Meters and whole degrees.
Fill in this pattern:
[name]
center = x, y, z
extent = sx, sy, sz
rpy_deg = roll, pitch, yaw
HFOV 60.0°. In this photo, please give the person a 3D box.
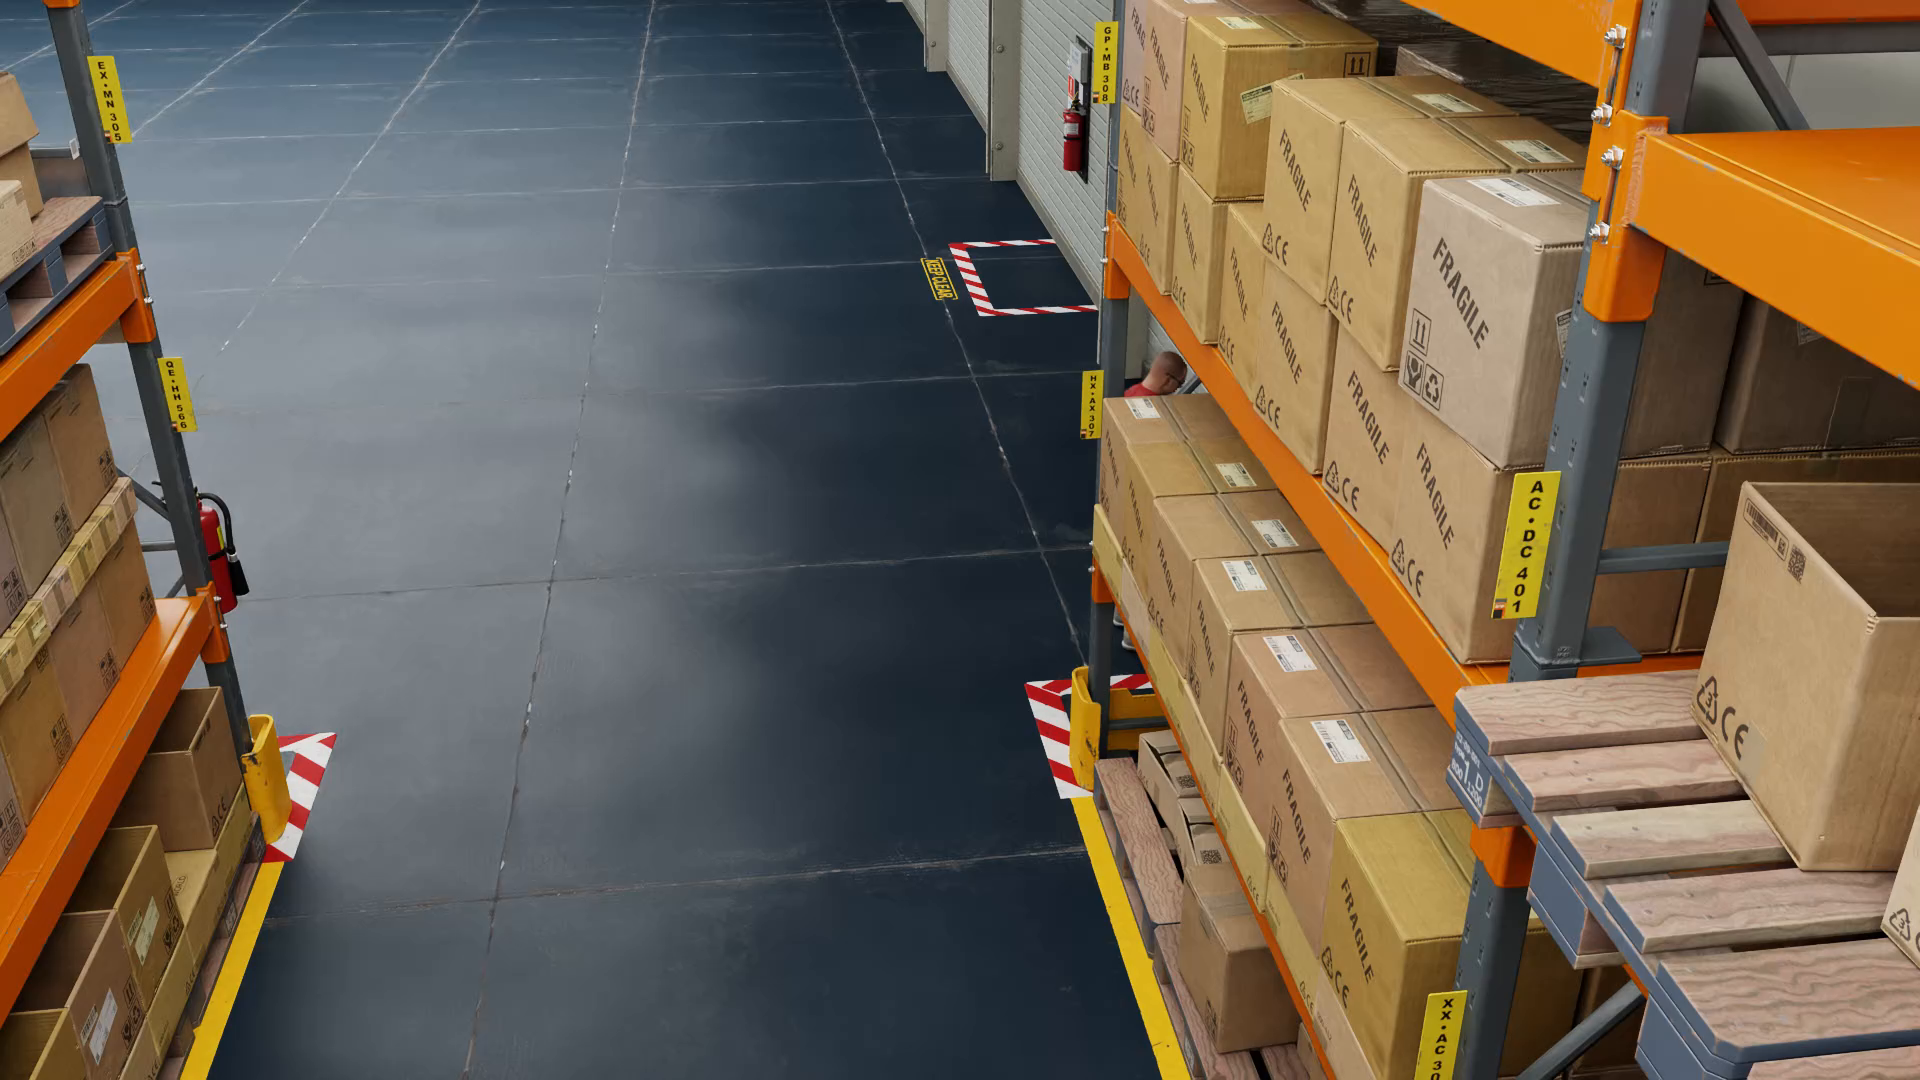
[person]
center = 1.031, -0.224, 9.121
extent = 0.383, 1.699, 0.547
rpy_deg = -3, 27, -6
